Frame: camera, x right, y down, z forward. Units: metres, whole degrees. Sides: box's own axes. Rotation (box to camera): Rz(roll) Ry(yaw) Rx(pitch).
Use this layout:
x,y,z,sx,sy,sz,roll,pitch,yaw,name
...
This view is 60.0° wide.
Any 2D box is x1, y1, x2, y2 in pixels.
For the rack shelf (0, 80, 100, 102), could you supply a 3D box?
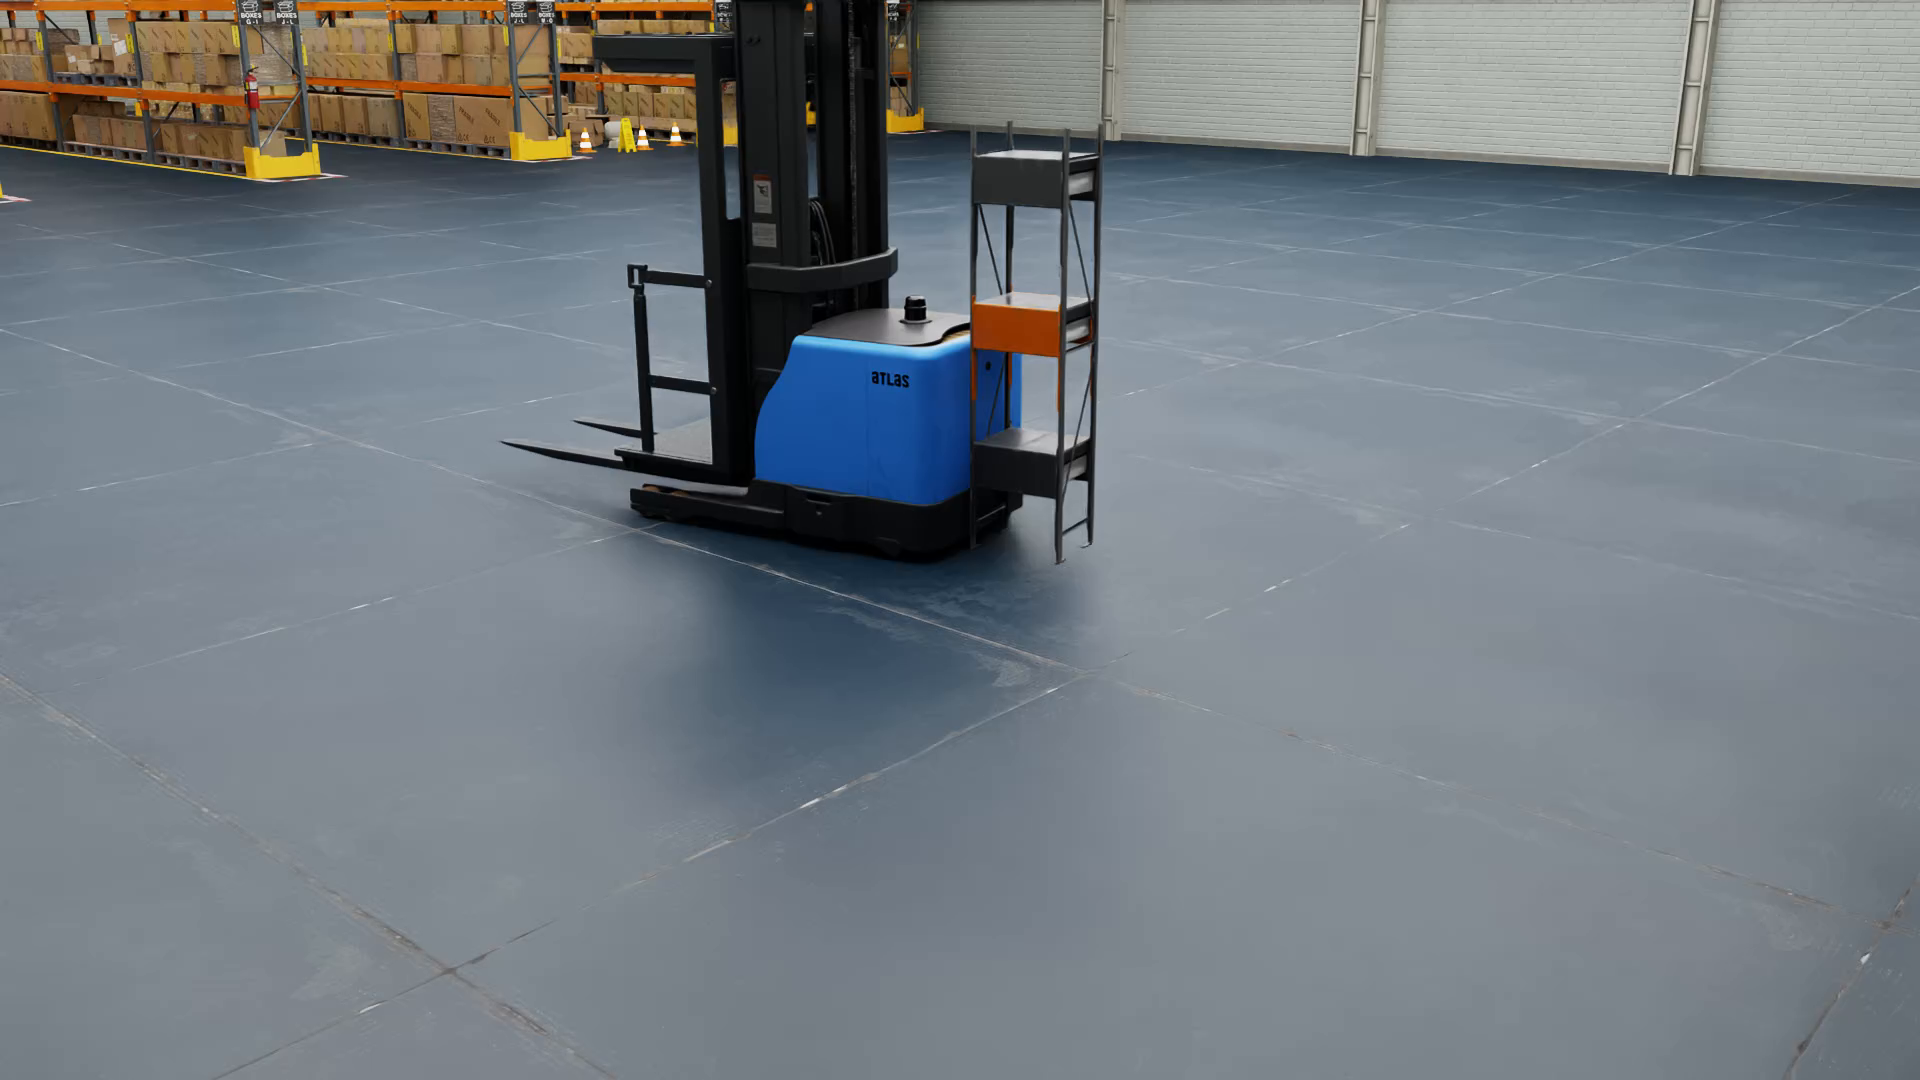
x,y,z,sx,sy,sz,roll,pitch,yaw,name
-18.702,-9.156,33.692,4.000,0.370,1.077,15,23,39,rack shelf

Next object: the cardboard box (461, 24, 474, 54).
x,y,z,sx,sy,sz,roll,pitch,yaw,name
-8.908,-9.495,31.538,0.550,0.550,0.875,15,23,39,cardboard box

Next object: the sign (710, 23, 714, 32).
x,y,z,sx,sy,sz,roll,pitch,yaw,name
-5.028,-10.314,33.715,0.005,0.325,0.100,15,23,39,sign

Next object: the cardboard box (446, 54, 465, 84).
x,y,z,sx,sy,sz,roll,pitch,yaw,name
-9.347,-9.072,31.990,0.500,0.550,0.875,15,23,39,cardboard box

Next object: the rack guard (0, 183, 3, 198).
x,y,z,sx,sy,sz,roll,pitch,yaw,name
-14.598,-5.183,24.118,0.348,0.500,1.175,15,23,39,rack guard

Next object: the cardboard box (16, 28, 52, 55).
x,y,z,sx,sy,sz,roll,pitch,yaw,name
-18.228,-9.905,33.039,0.637,0.503,0.797,16,23,40,cardboard box

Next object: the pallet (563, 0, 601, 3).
x,y,z,sx,sy,sz,roll,pitch,yaw,name
-8.027,-12.024,36.893,1.003,0.211,1.213,15,23,39,pallet

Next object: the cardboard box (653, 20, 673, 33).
x,y,z,sx,sy,sz,roll,pitch,yaw,name
-5.995,-10.635,34.852,0.500,0.500,0.700,15,23,39,cardboard box

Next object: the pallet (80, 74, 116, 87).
x,y,z,sx,sy,sz,roll,pitch,yaw,name
-15.698,-8.617,31.123,1.213,0.211,1.003,15,23,39,pallet

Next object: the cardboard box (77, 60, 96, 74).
x,y,z,sx,sy,sz,roll,pitch,yaw,name
-16.105,-8.837,31.052,0.500,0.250,0.500,14,22,38,cardboard box

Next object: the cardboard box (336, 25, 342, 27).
x,y,z,sx,sy,sz,roll,pitch,yaw,name
-16.050,-13.207,43.449,0.500,0.500,0.500,14,23,38,cardboard box

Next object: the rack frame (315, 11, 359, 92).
x,y,z,sx,sy,sz,roll,pitch,yaw,name
-16.611,-12.946,44.444,0.127,3.000,1.000,15,23,39,rack frame

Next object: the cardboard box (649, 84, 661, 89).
x,y,z,sx,sy,sz,roll,pitch,yaw,name
-7.874,-11.823,43.272,0.250,0.149,0.380,14,22,37,cardboard box

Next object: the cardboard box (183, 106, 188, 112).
x,y,z,sx,sy,sz,roll,pitch,yaw,name
-18.212,-10.256,39.495,0.250,0.149,0.380,14,22,37,cardboard box

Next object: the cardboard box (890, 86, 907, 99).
x,y,z,sx,sy,sz,roll,pitch,yaw,name
-1.586,-10.362,38.502,0.500,0.250,0.500,15,23,38,cardboard box

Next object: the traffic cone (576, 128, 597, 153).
x,y,z,sx,sy,sz,roll,pitch,yaw,name
-7.309,-7.811,32.460,0.334,0.463,0.336,15,23,39,traffic cone

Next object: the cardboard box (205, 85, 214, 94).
x,y,z,sx,sy,sz,roll,pitch,yaw,name
-12.518,-7.629,28.107,0.250,0.149,0.380,15,23,39,cardboard box

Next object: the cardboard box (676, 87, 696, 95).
x,y,z,sx,sy,sz,roll,pitch,yaw,name
-5.736,-9.449,34.967,0.250,0.149,0.380,16,24,41,cardboard box

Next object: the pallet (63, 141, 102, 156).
x,y,z,sx,sy,sz,roll,pitch,yaw,name
-16.622,-7.611,32.244,1.213,0.211,1.003,15,23,39,pallet

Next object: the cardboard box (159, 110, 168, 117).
x,y,z,sx,sy,sz,roll,pitch,yaw,name
-19.083,-10.311,40.160,0.250,0.149,0.380,15,23,40,cardboard box

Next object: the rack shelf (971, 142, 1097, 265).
x,y,z,sx,sy,sz,roll,pitch,yaw,name
0.367,-1.621,7.978,0.480,0.518,0.431,10,20,28,rack shelf

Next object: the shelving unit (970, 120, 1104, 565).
x,y,z,sx,sy,sz,roll,pitch,yaw,name
0.367,-0.967,8.186,0.503,2.100,0.431,10,20,28,shelving unit

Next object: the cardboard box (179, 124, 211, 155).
x,y,z,sx,sy,sz,roll,pitch,yaw,name
-13.508,-7.100,29.463,0.500,0.500,0.500,-10,20,-28,cardboard box

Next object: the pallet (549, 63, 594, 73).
x,y,z,sx,sy,sz,roll,pitch,yaw,name
-9.120,-10.860,38.188,1.213,0.211,1.003,15,23,39,pallet

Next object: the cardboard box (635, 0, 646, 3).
x,y,z,sx,sy,sz,roll,pitch,yaw,name
-6.660,-11.449,35.186,0.250,0.149,0.380,14,23,38,cardboard box

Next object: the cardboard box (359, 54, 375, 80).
x,y,z,sx,sy,sz,roll,pitch,yaw,name
-11.792,-9.589,33.703,0.500,0.500,0.500,15,23,39,cardboard box

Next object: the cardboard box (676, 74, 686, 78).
x,y,z,sx,sy,sz,roll,pitch,yaw,name
-5.719,-9.767,34.843,0.250,0.149,0.380,16,23,40,cardboard box

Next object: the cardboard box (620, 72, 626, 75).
x,y,z,sx,sy,sz,roll,pitch,yaw,name
-7.171,-10.195,36.193,0.250,0.149,0.380,15,23,39,cardboard box

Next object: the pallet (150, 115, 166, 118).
x,y,z,sx,sy,sz,roll,pitch,yaw,name
-19.181,-10.290,40.686,1.213,0.211,1.003,15,23,39,pallet

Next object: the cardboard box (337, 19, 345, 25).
x,y,z,sx,sy,sz,roll,pitch,yaw,name
-15.959,-13.482,43.242,0.250,0.149,0.380,14,22,38,cardboard box

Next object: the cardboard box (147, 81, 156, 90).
x,y,z,sx,sy,sz,roll,pitch,yaw,name
-14.075,-8.010,29.307,0.250,0.149,0.380,15,23,39,cardboard box

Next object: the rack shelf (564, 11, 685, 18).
x,y,z,sx,sy,sz,roll,pitch,yaw,name
-8.832,-13.951,43.844,4.000,0.370,1.077,15,23,39,rack shelf

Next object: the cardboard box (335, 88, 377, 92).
x,y,z,sx,sy,sz,roll,pitch,yaw,name
-16.051,-11.815,44.422,0.875,0.438,0.875,14,22,37,cardboard box

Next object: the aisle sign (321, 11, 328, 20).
x,y,z,sx,sy,sz,roll,pitch,yaw,name
-16.858,-14.133,43.889,0.004,0.787,0.394,15,23,39,aisle sign

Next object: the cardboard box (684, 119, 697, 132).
x,y,z,sx,sy,sz,roll,pitch,yaw,name
-5.446,-8.729,35.008,0.500,0.250,0.500,15,23,39,cardboard box

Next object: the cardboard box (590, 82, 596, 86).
x,y,z,sx,sy,sz,roll,pitch,yaw,name
-9.778,-12.365,44.980,0.250,0.149,0.380,14,22,36,cardboard box

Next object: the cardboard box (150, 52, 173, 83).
x,y,z,sx,sy,sz,roll,pitch,yaw,name
-13.568,-8.271,29.057,0.500,0.500,0.875,15,23,39,cardboard box

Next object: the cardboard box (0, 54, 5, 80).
x,y,z,sx,sy,sz,roll,pitch,yaw,name
-19.269,-9.598,33.730,0.500,0.500,0.500,14,23,38,cardboard box

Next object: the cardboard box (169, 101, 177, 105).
x,y,z,sx,sy,sz,roll,pitch,yaw,name
-18.658,-10.488,39.737,0.250,0.149,0.380,15,23,40,cardboard box

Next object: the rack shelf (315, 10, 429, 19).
x,y,z,sx,sy,sz,roll,pitch,yaw,name
-15.116,-13.631,42.834,4.000,0.370,1.077,15,23,39,rack shelf

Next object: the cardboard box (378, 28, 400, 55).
x,y,z,sx,sy,sz,roll,pitch,yaw,name
-11.222,-10.018,33.403,0.500,0.500,0.700,15,23,38,cardboard box

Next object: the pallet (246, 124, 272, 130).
x,y,z,sx,sy,sz,roll,pitch,yaw,name
-15.330,-9.272,37.479,1.213,0.211,1.003,15,23,39,pallet

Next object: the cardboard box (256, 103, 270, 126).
x,y,z,sx,sy,sz,roll,pitch,yaw,name
-15.296,-9.488,36.988,0.500,0.500,0.500,14,22,37,cardboard box

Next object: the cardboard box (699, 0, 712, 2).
x,y,z,sx,sy,sz,roll,pitch,yaw,name
-5.097,-11.051,33.932,0.250,0.149,0.380,15,23,39,cardboard box

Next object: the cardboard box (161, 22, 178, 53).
x,y,z,sx,sy,sz,roll,pitch,yaw,name
-13.298,-8.612,28.478,0.500,0.500,0.500,15,23,39,cardboard box

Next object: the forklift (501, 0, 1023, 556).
x,y,z,sx,sy,sz,roll,pitch,yaw,name
-1.196,-1.620,8.872,3.031,2.935,1.130,10,20,28,forklift

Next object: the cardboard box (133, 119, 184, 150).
x,y,z,sx,sy,sz,roll,pitch,yaw,name
-14.659,-7.440,30.502,0.500,0.500,0.700,13,22,35,cardboard box

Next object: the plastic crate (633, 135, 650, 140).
x,y,z,sx,sy,sz,roll,pitch,yaw,name
-7.006,-8.644,35.716,0.583,0.080,0.402,7,19,21,plastic crate

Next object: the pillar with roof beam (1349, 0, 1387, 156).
x,y,z,sx,sy,sz,roll,pitch,yaw,name
4.843,-10.676,27.377,0.400,9.000,9.100,15,23,39,pillar with roof beam

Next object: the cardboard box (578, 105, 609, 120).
x,y,z,sx,sy,sz,roll,pitch,yaw,name
-8.030,-9.588,37.516,0.625,0.372,0.950,15,23,40,cardboard box

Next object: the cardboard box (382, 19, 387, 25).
x,y,z,sx,sy,sz,roll,pitch,yaw,name
-14.366,-13.095,42.026,0.250,0.149,0.380,15,23,39,cardboard box

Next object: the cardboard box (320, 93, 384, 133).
x,y,z,sx,sy,sz,roll,pitch,yaw,name
-12.786,-9.009,35.066,0.750,0.750,1.050,15,23,40,cardboard box

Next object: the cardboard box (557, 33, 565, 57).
x,y,z,sx,sy,sz,roll,pitch,yaw,name
-8.888,-11.171,37.500,0.500,0.500,0.500,16,24,41,cardboard box

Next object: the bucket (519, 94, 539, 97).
x,y,z,sx,sy,sz,roll,pitch,yaw,name
-9.214,-9.054,35.082,0.726,0.611,0.620,-9,10,-27,bucket

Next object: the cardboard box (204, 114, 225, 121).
x,y,z,sx,sy,sz,roll,pitch,yaw,name
-17.349,-9.845,38.693,0.250,0.149,0.380,15,23,40,cardboard box

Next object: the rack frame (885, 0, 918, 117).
x,y,z,sx,sy,sz,roll,pitch,yaw,name
-1.352,-10.857,37.862,0.127,3.000,1.000,15,23,39,rack frame

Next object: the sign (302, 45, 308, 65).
x,y,z,sx,sy,sz,roll,pitch,yaw,name
-10.862,-8.026,27.512,0.005,0.325,0.100,15,23,39,sign

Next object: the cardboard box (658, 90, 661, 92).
x,y,z,sx,sy,sz,roll,pitch,yaw,name
-6.634,-9.623,36.587,0.500,0.500,0.500,16,23,40,cardboard box
